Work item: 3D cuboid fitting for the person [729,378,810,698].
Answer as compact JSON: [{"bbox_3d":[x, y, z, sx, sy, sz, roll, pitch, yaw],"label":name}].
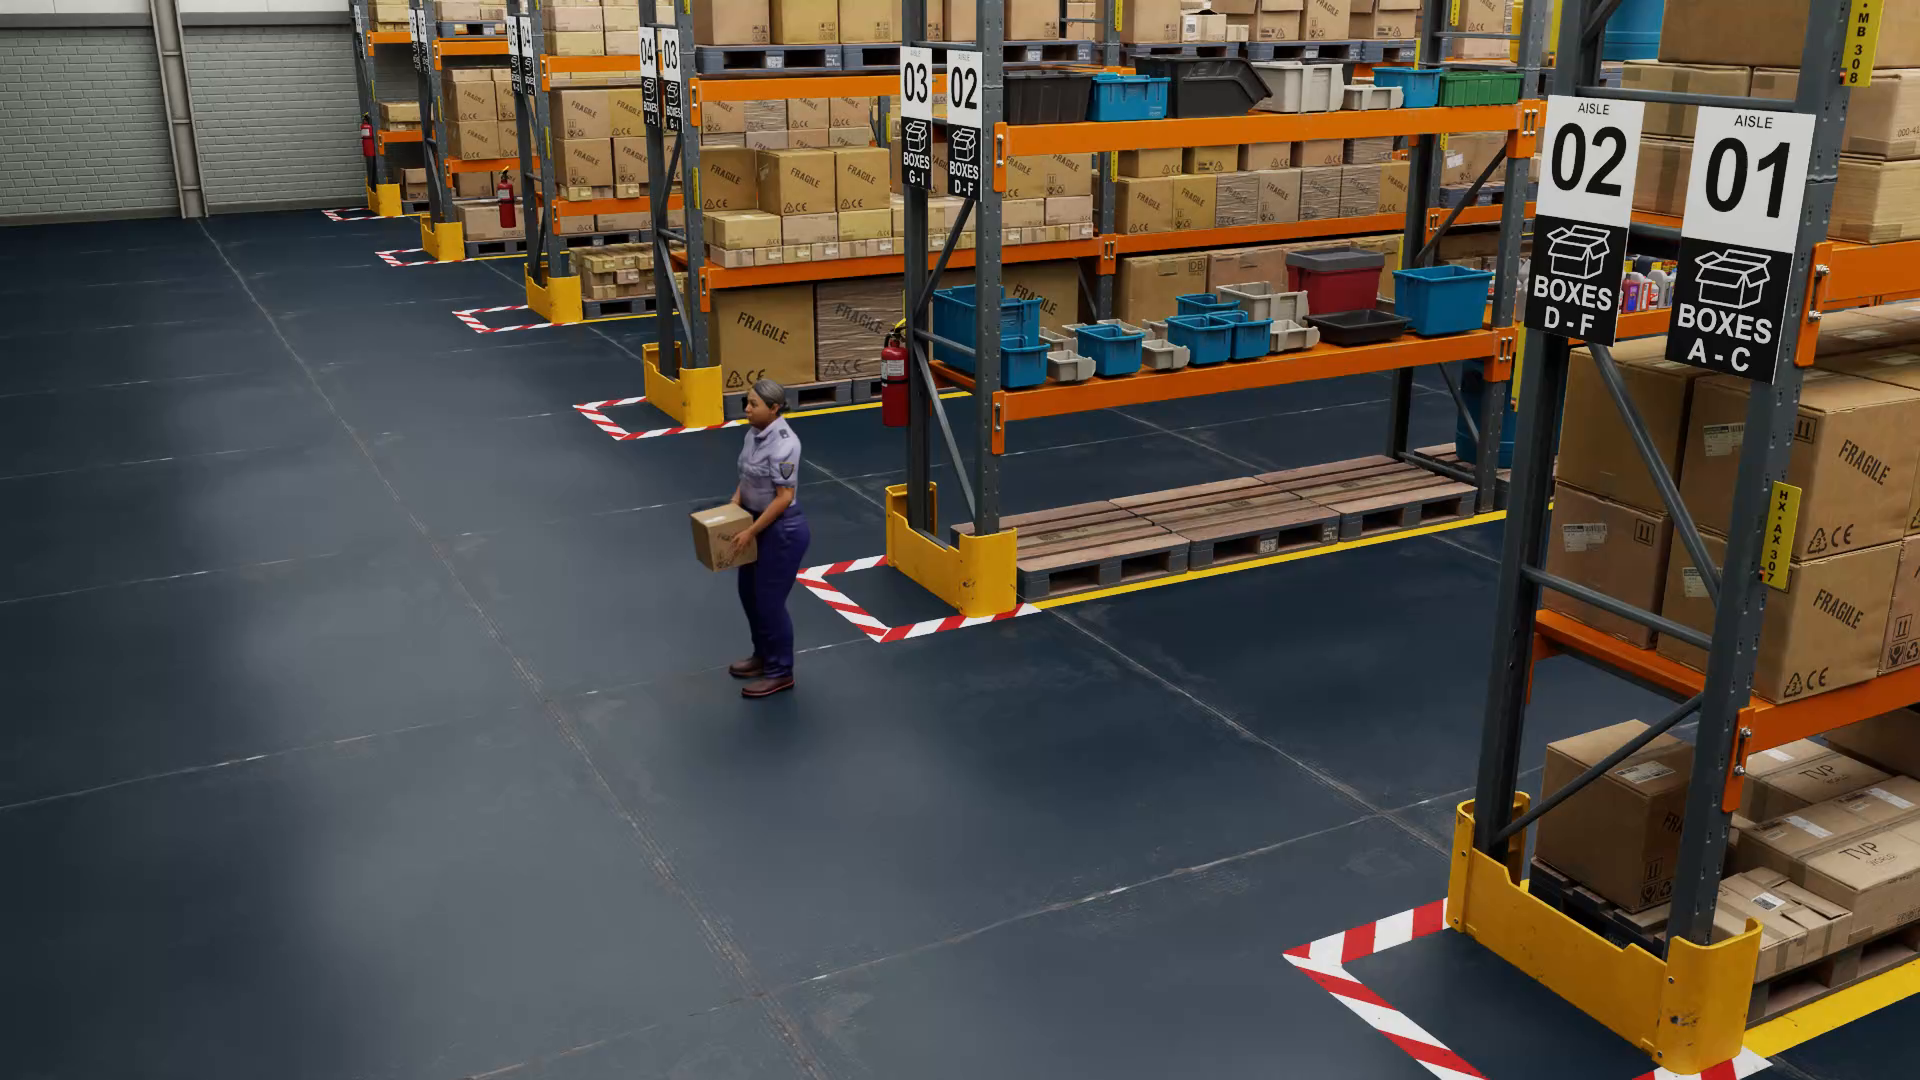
[{"bbox_3d":[-1.028,-0.025,8.639,0.450,1.656,0.498,-10,21,-27],"label":"person"}]
